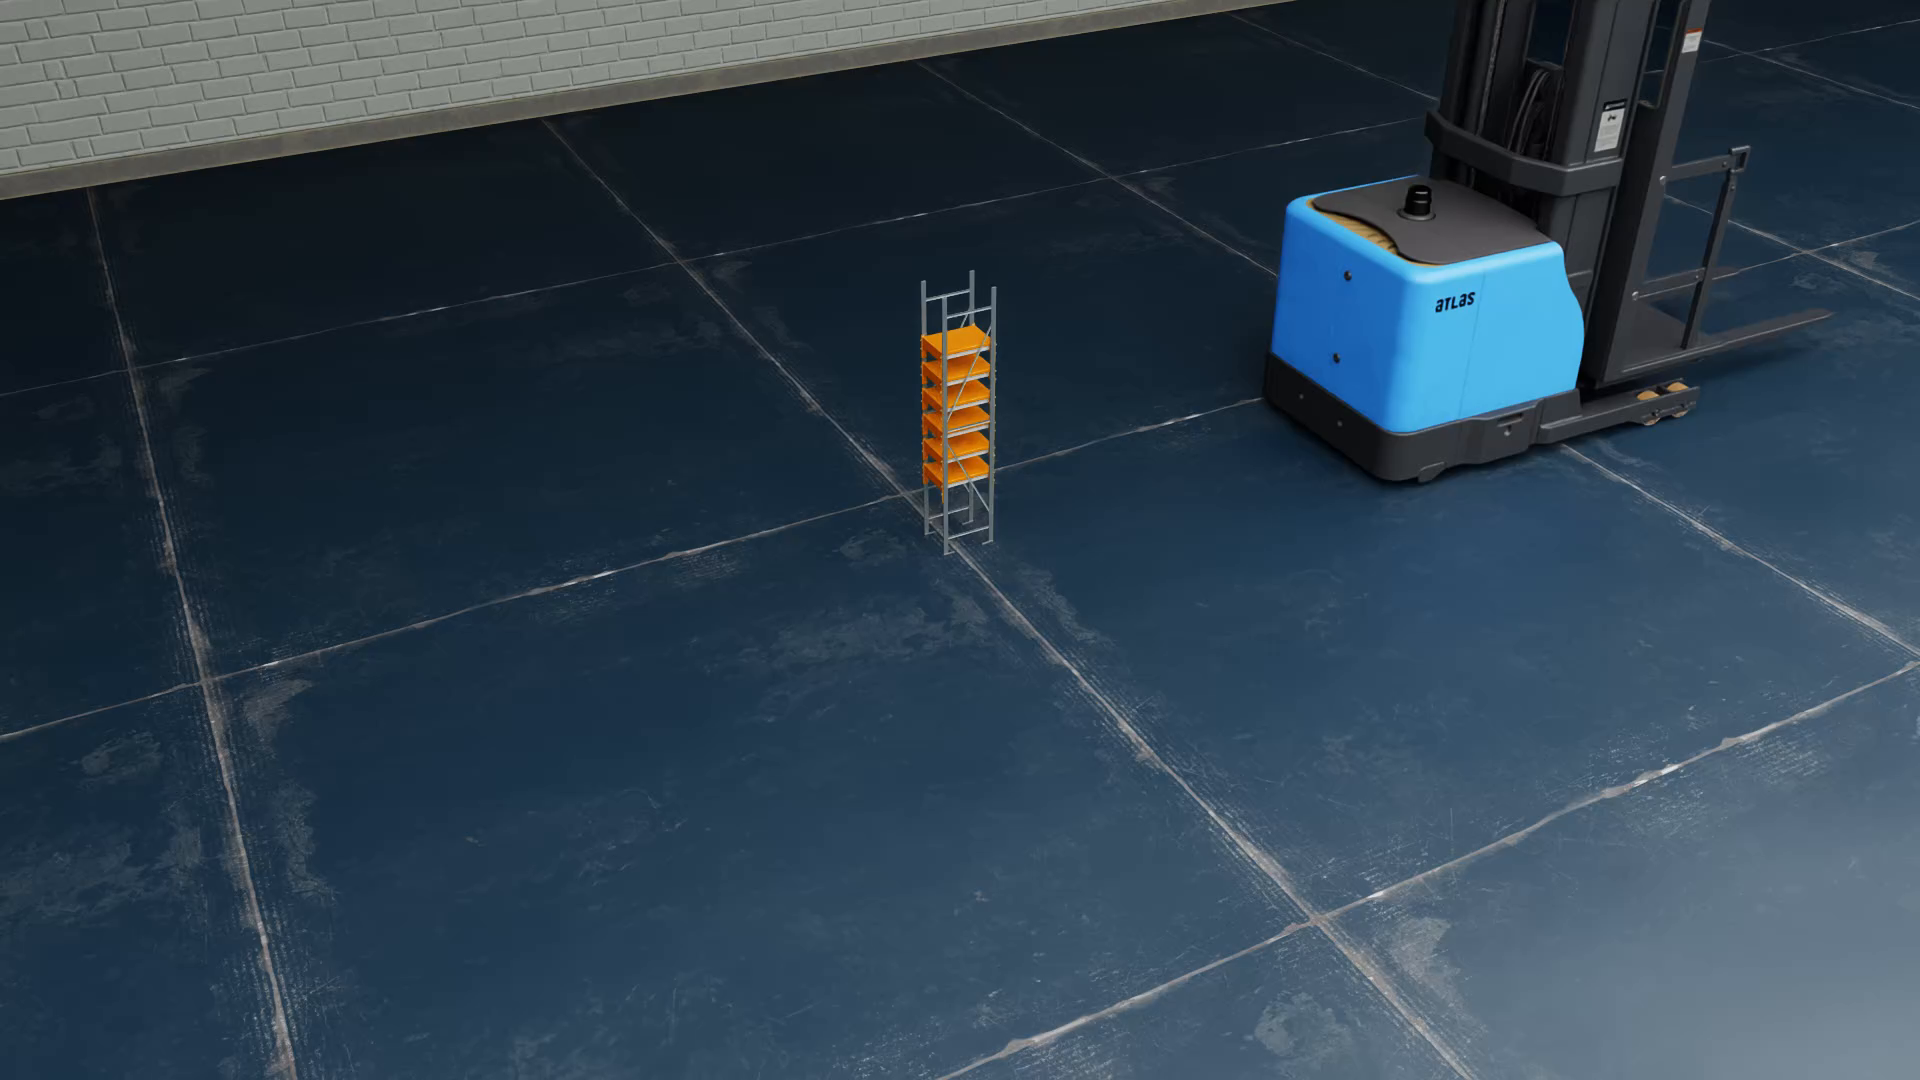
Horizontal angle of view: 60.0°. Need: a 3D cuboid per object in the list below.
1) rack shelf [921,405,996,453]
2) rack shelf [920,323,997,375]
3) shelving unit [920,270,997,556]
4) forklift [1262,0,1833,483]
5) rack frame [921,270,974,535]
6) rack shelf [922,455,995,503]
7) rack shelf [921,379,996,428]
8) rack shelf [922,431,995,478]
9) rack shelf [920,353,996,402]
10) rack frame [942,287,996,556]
[{"bbox_3d":[-0.007,-0.475,6.961,0.258,0.103,0.180,-16,36,-23],"label":"rack shelf"},{"bbox_3d":[-0.007,-0.778,6.767,0.258,0.103,0.180,-16,36,-23],"label":"rack shelf"},{"bbox_3d":[-0.007,-0.512,6.937,0.258,1.200,0.189,-16,36,-23],"label":"shelving unit"},{"bbox_3d":[3.057,-2.034,7.707,3.031,2.935,1.130,-15,35,-22],"label":"forklift"},{"bbox_3d":[-0.049,-0.556,7.005,0.240,1.200,0.006,-16,36,-23],"label":"rack frame"},{"bbox_3d":[-0.007,-0.273,7.091,0.258,0.103,0.180,-16,36,-23],"label":"rack shelf"},{"bbox_3d":[-0.007,-0.576,6.896,0.258,0.103,0.180,-16,36,-23],"label":"rack shelf"},{"bbox_3d":[-0.007,-0.374,7.026,0.258,0.103,0.180,-16,36,-23],"label":"rack shelf"},{"bbox_3d":[-0.007,-0.677,6.832,0.258,0.103,0.180,-16,36,-23],"label":"rack shelf"},{"bbox_3d":[0.036,-0.468,6.869,0.240,1.200,0.006,-16,36,-23],"label":"rack frame"}]
